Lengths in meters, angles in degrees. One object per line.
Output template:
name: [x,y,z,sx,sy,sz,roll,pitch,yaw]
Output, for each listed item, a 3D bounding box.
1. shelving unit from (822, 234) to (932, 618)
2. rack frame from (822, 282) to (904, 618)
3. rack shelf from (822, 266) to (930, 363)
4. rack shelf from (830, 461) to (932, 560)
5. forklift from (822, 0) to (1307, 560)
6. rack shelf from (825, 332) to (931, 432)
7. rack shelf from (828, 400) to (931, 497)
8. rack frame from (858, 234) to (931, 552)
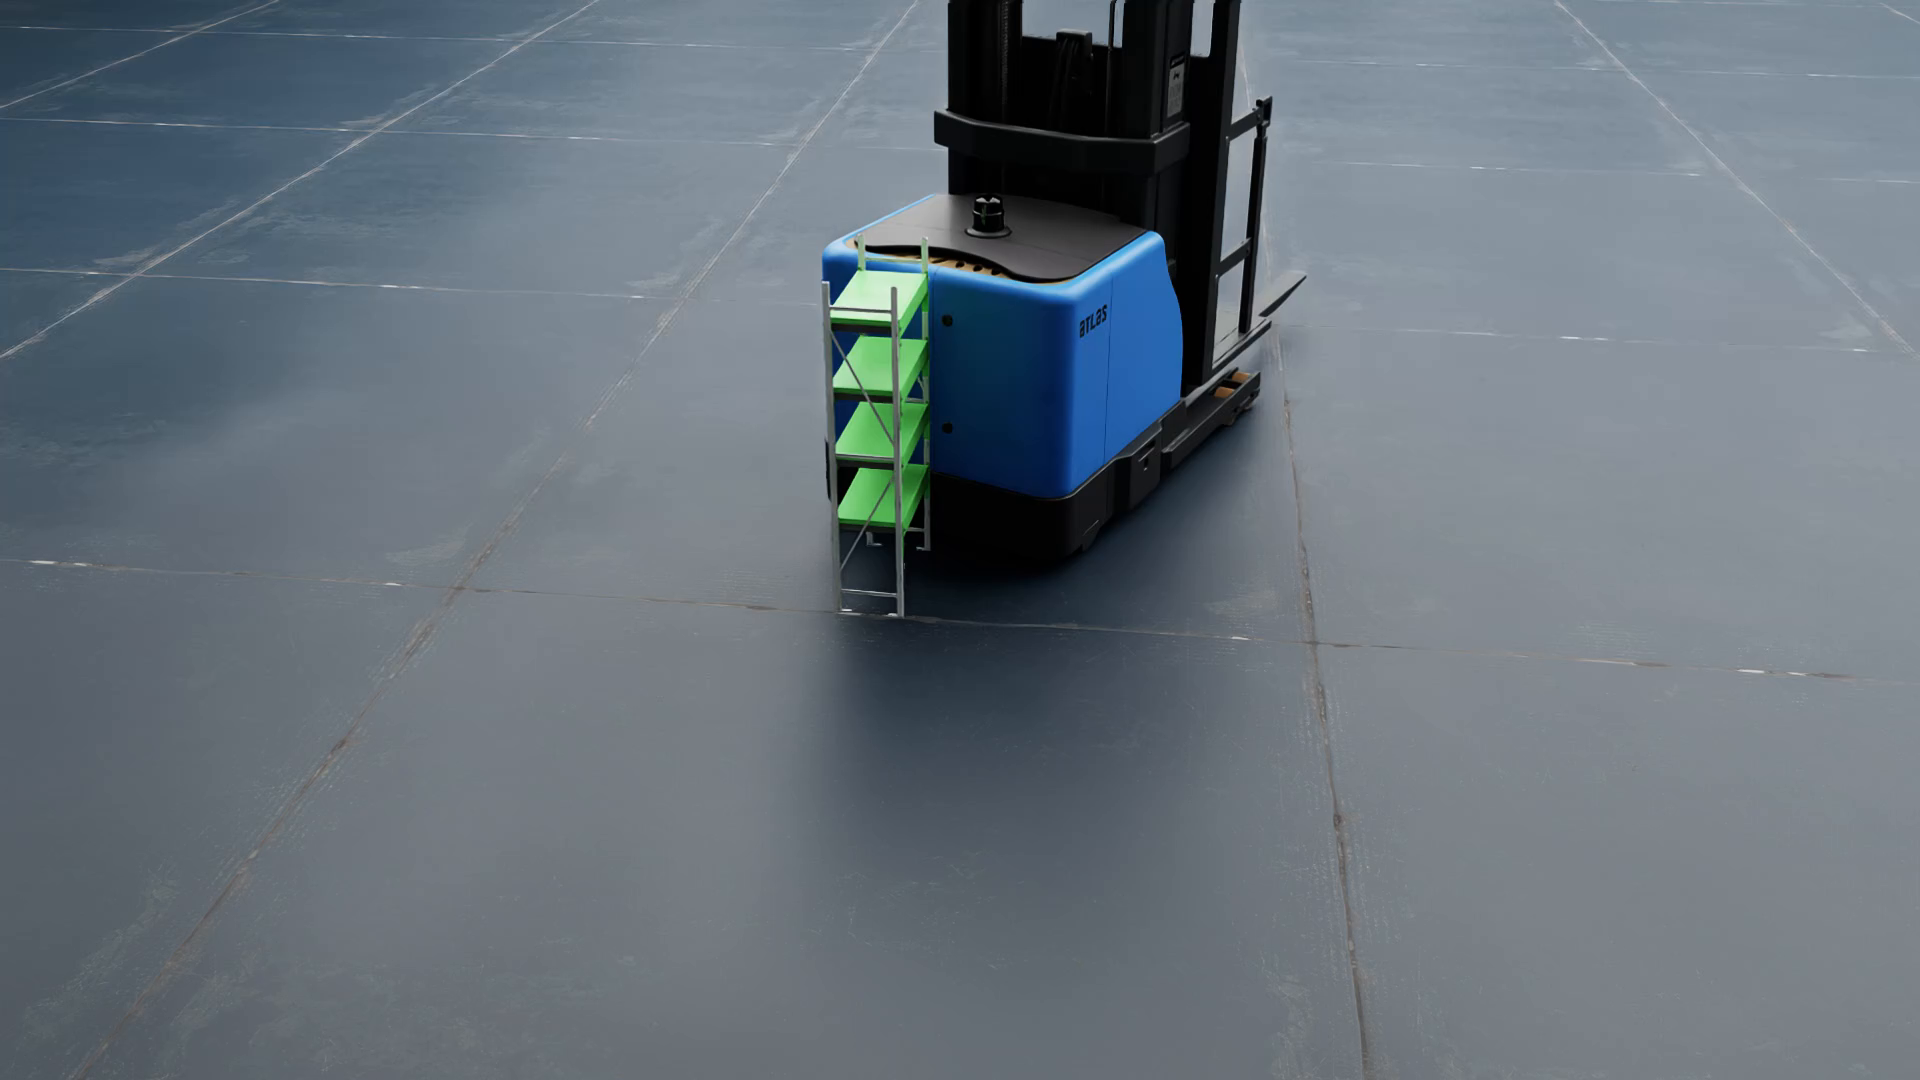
shelving unit: [-0.271,-0.385,5.699,0.258,1.200,0.503,5,29,9]
rack frame: [-0.314,-0.271,5.488,0.240,1.200,0.015,5,29,9]
rack shelf: [-0.271,-0.751,5.502,0.258,0.148,0.480,5,29,9]
rack shelf: [-0.271,-0.117,5.844,0.258,0.148,0.480,5,29,9]
forklift: [0.665,-1.882,6.654,1.130,2.935,3.031,15,32,26]
rack shelf: [-0.271,-0.540,5.616,0.258,0.148,0.480,5,29,9]
rack shelf: [-0.271,-0.329,5.730,0.258,0.148,0.480,5,29,9]
rack frame: [-0.228,-0.499,5.911,0.240,1.200,0.015,5,29,9]
